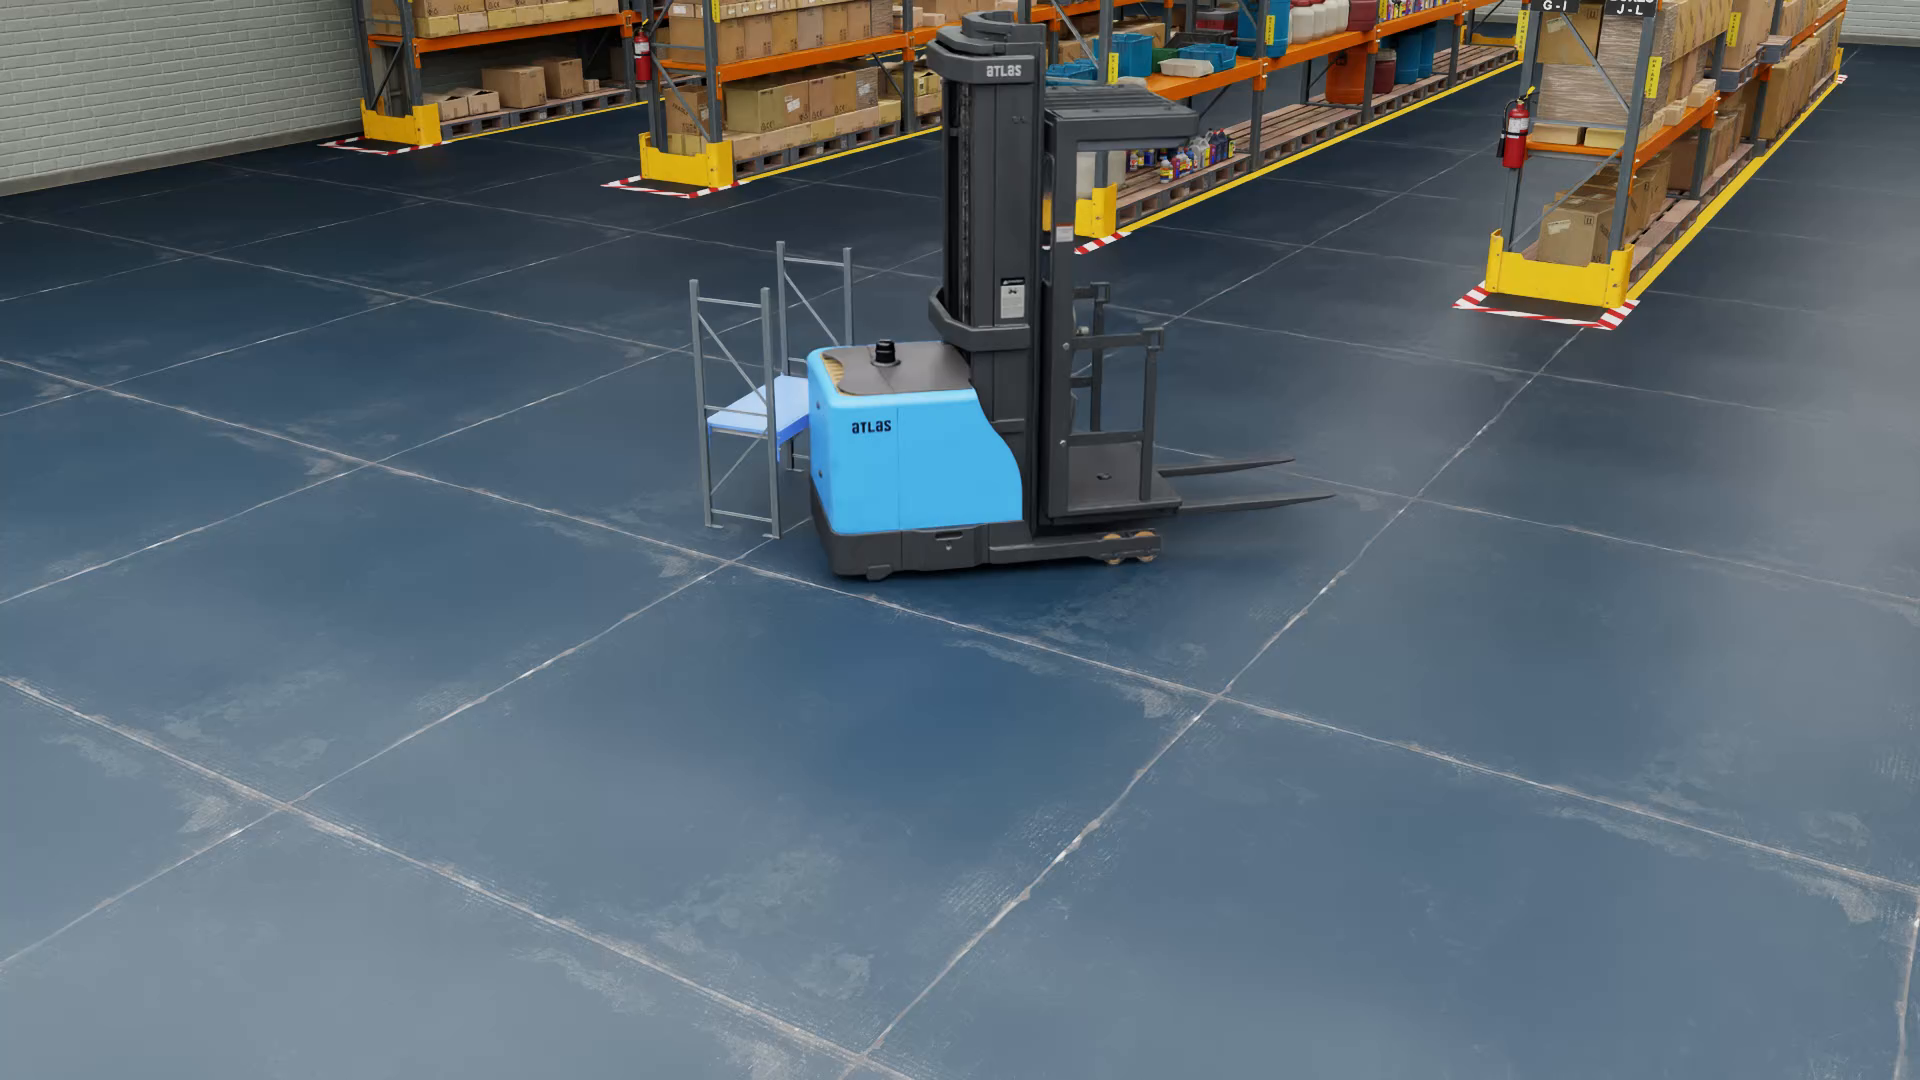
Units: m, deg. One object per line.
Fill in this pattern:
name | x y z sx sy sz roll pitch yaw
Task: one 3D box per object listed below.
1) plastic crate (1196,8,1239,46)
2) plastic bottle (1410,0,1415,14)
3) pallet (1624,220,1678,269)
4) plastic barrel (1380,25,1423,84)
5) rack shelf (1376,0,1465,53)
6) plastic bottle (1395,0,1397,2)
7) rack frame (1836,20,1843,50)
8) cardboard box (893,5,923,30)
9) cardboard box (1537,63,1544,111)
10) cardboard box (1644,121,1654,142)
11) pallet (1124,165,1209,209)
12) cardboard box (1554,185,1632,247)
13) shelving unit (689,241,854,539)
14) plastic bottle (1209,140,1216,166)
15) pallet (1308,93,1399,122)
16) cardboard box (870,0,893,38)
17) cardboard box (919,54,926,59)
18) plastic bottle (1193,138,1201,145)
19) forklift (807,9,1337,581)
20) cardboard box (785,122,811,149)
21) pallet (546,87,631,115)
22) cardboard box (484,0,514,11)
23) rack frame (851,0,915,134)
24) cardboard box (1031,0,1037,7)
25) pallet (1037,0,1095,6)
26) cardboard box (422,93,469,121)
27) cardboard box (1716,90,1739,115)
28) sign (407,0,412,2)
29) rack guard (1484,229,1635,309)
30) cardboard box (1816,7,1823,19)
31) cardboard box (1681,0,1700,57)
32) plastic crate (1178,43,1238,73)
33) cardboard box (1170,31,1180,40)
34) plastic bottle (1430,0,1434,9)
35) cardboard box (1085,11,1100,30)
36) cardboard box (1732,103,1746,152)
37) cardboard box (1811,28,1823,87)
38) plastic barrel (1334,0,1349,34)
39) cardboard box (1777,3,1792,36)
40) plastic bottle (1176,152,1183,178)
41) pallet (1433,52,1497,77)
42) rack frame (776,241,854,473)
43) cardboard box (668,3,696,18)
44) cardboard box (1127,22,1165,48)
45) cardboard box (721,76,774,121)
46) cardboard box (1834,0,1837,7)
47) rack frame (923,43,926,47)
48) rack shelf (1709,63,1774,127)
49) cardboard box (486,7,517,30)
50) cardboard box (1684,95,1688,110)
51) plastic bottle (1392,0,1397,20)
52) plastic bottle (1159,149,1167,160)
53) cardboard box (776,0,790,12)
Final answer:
plastic crate | 3.130 -6.167 20.138 0.402 0.464 0.583 14 27 29
plastic bottle | 6.479 -7.749 24.031 0.152 0.276 0.135 14 27 29
pallet | 6.376 -2.945 16.286 1.003 0.211 1.213 14 27 29
plastic barrel | 6.680 -7.420 25.228 0.600 0.901 0.708 14 27 29
rack shelf | 6.300 -7.605 24.446 1.077 0.370 4.000 14 27 29
plastic bottle | 6.367 -7.823 24.107 0.144 0.351 0.185 14 27 29
rack frame | 13.673 -8.922 26.583 1.000 3.000 0.127 14 27 29
cardboard box | -0.849 -7.055 22.461 0.500 0.250 0.500 16 28 32
cardboard box | 5.708 -4.078 14.894 0.875 0.500 0.500 14 27 29
cardboard box | 5.878 -3.614 14.639 0.380 0.149 0.250 14 27 29
pallet | 2.102 -3.999 18.721 1.003 0.211 1.213 14 27 29
cardboard box | 5.863 -2.983 15.484 0.500 0.500 0.500 -20 31 -39
shelving unit | -1.088 -0.922 9.992 0.538 1.500 1.048 10 25 21
plastic bottle | 2.888 -4.459 19.139 0.061 0.283 0.133 16 28 32
pallet | 5.625 -6.255 23.933 1.003 0.211 1.213 14 27 29
cardboard box | -1.300 -6.844 21.657 0.700 0.500 0.500 13 27 28
cardboard box | -0.299 -6.848 24.019 0.500 0.311 0.500 13 27 28
plastic bottle | 2.800 -4.542 19.340 0.152 0.276 0.135 14 27 29
forklift | 0.676 -1.409 9.316 3.031 2.935 1.130 -5 24 -11
cardboard box | -2.185 -5.002 20.462 0.500 0.250 0.500 14 27 29
pallet | -5.606 -6.472 24.434 1.003 0.211 1.213 14 27 29
cardboard box | -6.337 -7.356 22.186 0.500 0.500 0.500 13 27 27
rack frame | -1.071 -6.949 22.026 1.000 3.000 0.127 14 27 29
cardboard box | 0.810 -8.144 24.900 0.500 0.311 0.500 16 28 32
pallet | 1.337 -8.454 25.745 1.213 0.211 1.003 14 27 29
cardboard box | -6.950 -5.818 22.245 0.500 0.311 0.500 11 26 23
cardboard box | 8.854 -5.207 19.651 0.500 0.250 0.500 17 29 35
sign | -6.931 -6.919 20.868 0.100 0.325 0.005 14 27 29
rack guard | 5.273 -2.400 14.665 1.175 0.500 0.348 14 27 29
cardboard box | 12.001 -7.487 23.584 0.380 0.149 0.250 14 27 29
cardboard box | 6.287 -4.628 14.905 0.500 0.500 0.500 14 27 29
plastic crate | 2.782 -5.411 18.661 0.499 0.251 0.616 14 27 29
cardboard box | 3.554 -8.713 28.932 0.500 0.311 0.500 14 27 29
plastic bottle | 6.963 -8.059 24.745 0.152 0.276 0.135 14 27 29
cardboard box | 2.159 -8.598 27.485 0.500 0.250 0.500 14 27 29
cardboard box | 9.116 -5.046 20.223 0.700 0.500 0.500 12 26 26
cardboard box | 11.979 -6.995 24.279 0.875 0.875 0.875 14 27 29
plastic barrel | 4.884 -6.919 21.816 0.421 0.512 0.421 0 23 0
cardboard box | 9.940 -6.375 20.574 0.500 0.500 0.500 15 27 30
plastic bottle | 2.427 -4.172 18.491 0.097 0.271 0.097 0 23 0
pallet | 8.352 -8.000 27.963 1.003 0.211 1.213 14 27 29
rack frame | -0.890 -1.108 10.422 0.500 1.500 0.032 10 25 21
cardboard box | -3.142 -6.111 19.149 0.380 0.149 0.250 13 27 28
cardboard box | 3.132 -8.477 28.149 0.500 0.500 0.500 14 27 29
cardboard box | -2.636 -5.458 20.570 0.500 0.500 0.500 14 27 29
cardboard box | 12.958 -8.101 25.005 0.380 0.149 0.250 14 27 30
rack frame | -1.062 -10.686 30.658 1.000 3.000 0.127 14 27 29
rack shelf | 8.398 -5.217 18.930 1.077 0.370 4.000 14 27 29
cardboard box | -6.329 -7.023 22.361 0.500 0.250 0.500 13 27 28
cardboard box | 6.778 -4.211 16.017 0.380 0.149 0.250 14 27 29
plastic bottle | 6.101 -7.476 23.391 0.061 0.283 0.133 14 27 29
plastic bottle | 2.383 -4.600 19.480 0.097 0.271 0.097 0 23 0
cardboard box | -2.248 -6.379 19.766 0.380 0.149 0.250 13 27 27
